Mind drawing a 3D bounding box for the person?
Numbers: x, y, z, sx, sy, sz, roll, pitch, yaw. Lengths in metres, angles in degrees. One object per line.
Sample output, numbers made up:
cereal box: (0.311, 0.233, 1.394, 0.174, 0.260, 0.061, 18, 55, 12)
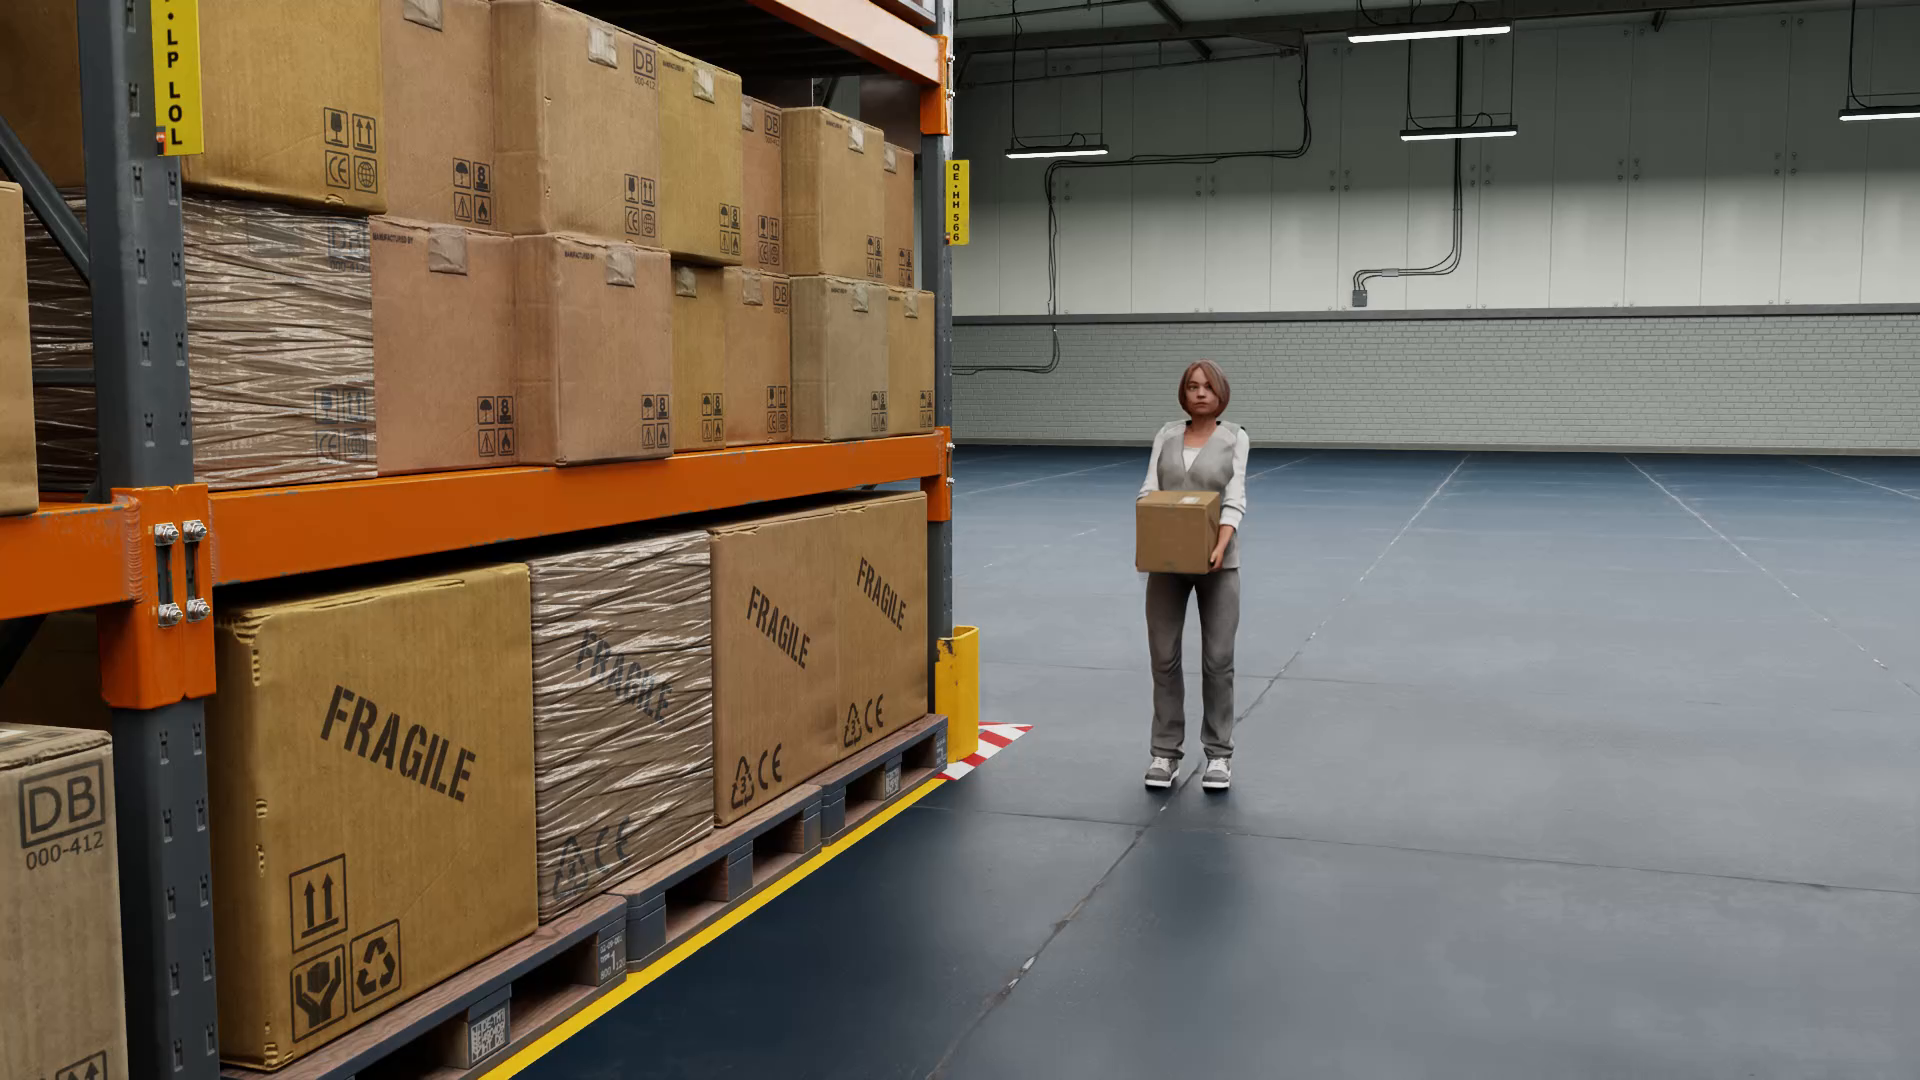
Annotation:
person: (0.847, 0.128, 6.138, 0.404, 1.591, 0.496, 2, 6, 20)
